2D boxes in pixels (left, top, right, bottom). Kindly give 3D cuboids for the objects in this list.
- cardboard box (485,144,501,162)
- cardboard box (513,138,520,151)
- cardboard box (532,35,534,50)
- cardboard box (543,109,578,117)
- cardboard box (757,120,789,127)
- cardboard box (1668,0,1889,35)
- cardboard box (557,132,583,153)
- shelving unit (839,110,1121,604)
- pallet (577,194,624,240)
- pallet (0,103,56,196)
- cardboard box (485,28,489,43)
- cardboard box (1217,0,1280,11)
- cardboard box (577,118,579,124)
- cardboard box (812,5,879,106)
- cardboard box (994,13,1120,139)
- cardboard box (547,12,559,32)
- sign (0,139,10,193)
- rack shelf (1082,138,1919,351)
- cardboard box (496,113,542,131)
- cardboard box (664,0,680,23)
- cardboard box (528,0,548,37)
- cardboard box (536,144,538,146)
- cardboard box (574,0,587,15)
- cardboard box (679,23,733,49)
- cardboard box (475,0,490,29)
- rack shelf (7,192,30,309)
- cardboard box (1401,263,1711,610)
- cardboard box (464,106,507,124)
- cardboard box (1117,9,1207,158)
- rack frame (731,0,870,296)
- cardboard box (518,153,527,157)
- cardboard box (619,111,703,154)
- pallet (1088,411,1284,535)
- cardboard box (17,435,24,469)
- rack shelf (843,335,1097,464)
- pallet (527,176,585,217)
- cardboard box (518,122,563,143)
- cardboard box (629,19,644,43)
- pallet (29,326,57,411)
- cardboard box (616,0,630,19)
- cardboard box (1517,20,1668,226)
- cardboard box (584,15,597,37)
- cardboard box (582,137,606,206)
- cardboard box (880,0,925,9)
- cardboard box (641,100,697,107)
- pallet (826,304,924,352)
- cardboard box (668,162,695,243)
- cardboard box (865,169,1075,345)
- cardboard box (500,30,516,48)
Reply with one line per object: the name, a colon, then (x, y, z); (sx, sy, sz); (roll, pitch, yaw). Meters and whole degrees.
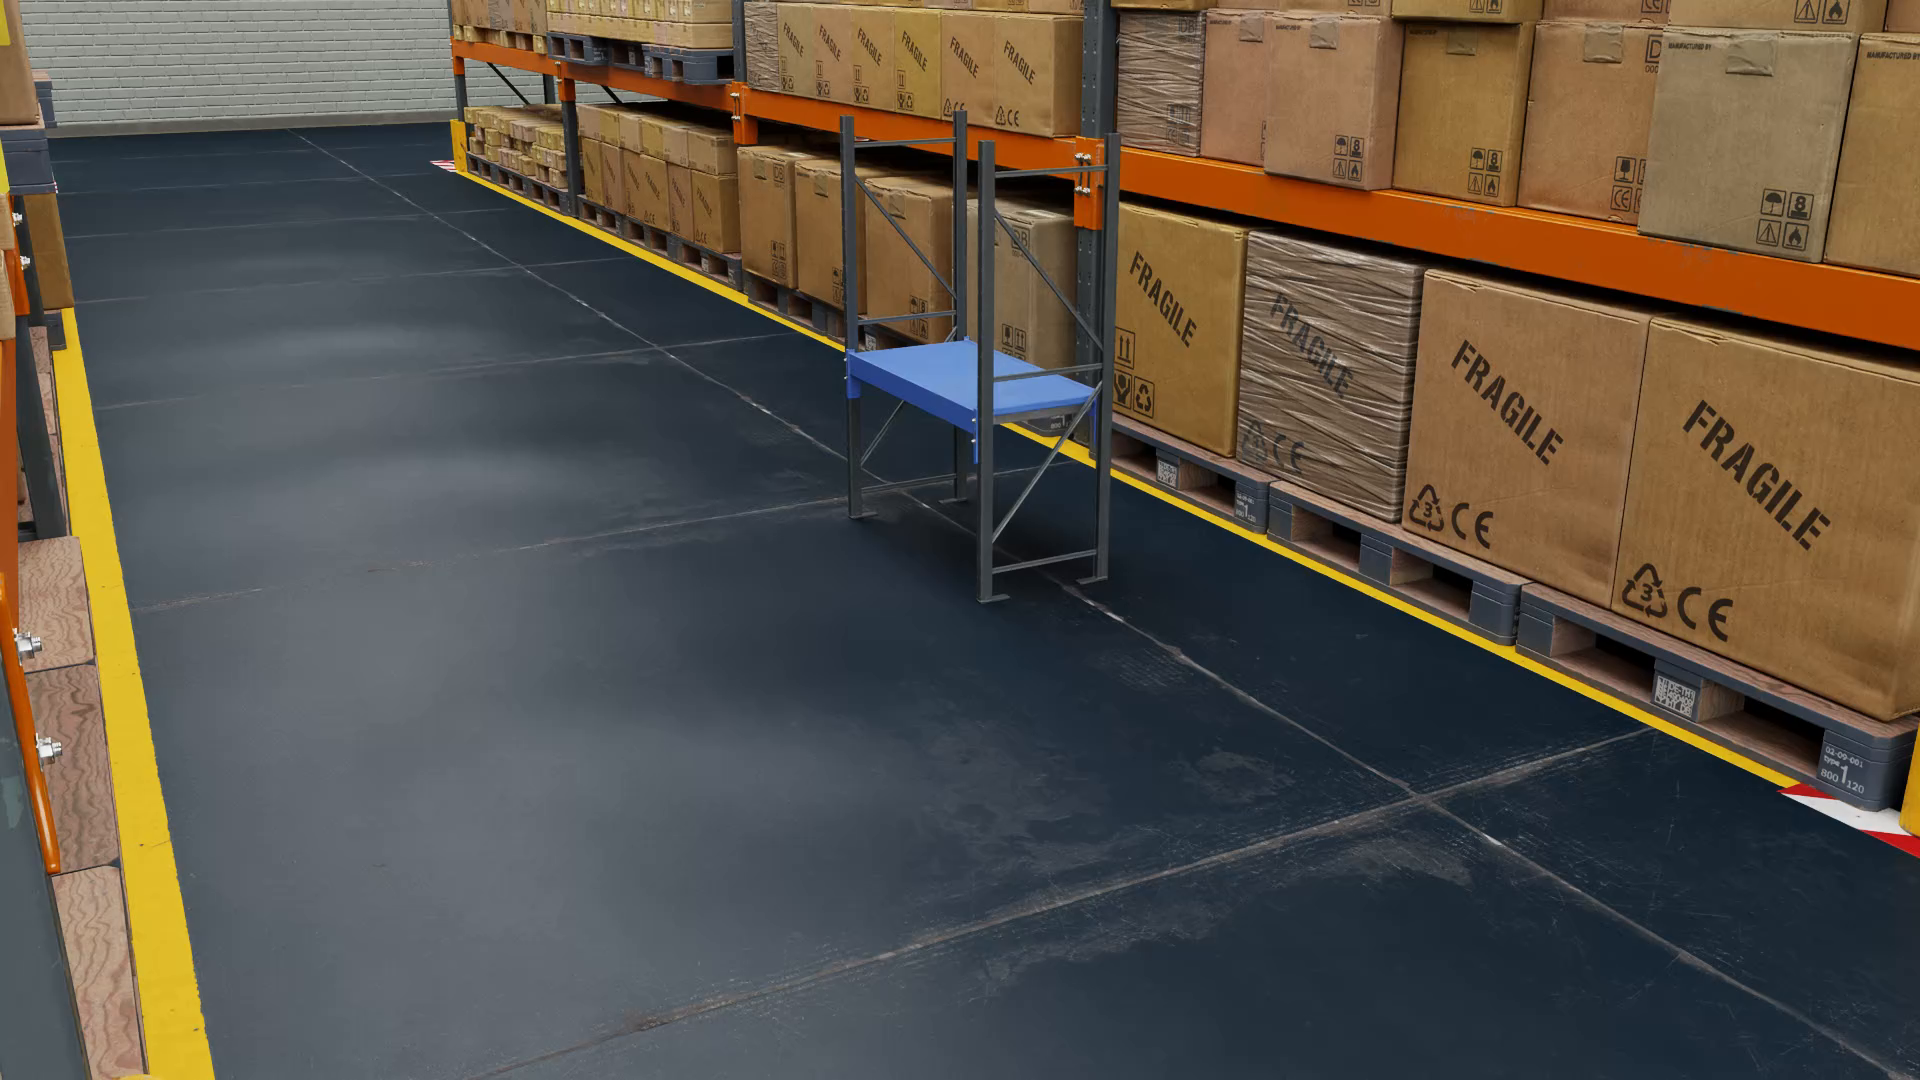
cardboard box: (-4.414, -3.786, 16.232); (0.380, 0.149, 0.250); (-10, 21, -26)
cardboard box: (-4.028, -3.793, 15.794); (0.380, 0.149, 0.250); (-9, 21, -24)
cardboard box: (-3.461, -4.280, 14.322); (0.380, 0.149, 0.250); (-9, 21, -25)
cardboard box: (-3.882, -4.158, 16.398); (0.380, 0.149, 0.250); (-11, 22, -29)
cardboard box: (-1.283, -2.814, 11.728); (0.500, 0.250, 0.500); (-10, 22, -27)
cardboard box: (2.387, -1.603, 4.293); (0.875, 0.550, 0.550); (-10, 21, -27)
cardboard box: (-3.225, -3.404, 14.213); (0.380, 0.149, 0.250); (-9, 21, -25)
shelving unit: (0.041, -0.684, 5.816); (0.538, 1.500, 1.048); (-10, 21, -27)
pallet: (-2.456, -2.669, 13.542); (1.003, 0.211, 1.213); (-10, 21, -27)
pallet: (-3.676, -1.326, 5.669); (1.003, 0.211, 1.213); (-10, 21, -27)
cardboard box: (-4.380, -4.891, 16.091); (0.380, 0.149, 0.250); (-9, 21, -24)
cardboard box: (1.480, -2.244, 6.150); (0.875, 0.550, 0.550); (-10, 21, -27)
cardboard box: (-3.446, -3.849, 15.502); (0.380, 0.149, 0.250); (-11, 22, -29)
cardboard box: (-0.469, -2.648, 9.054); (0.500, 0.500, 0.500); (-10, 21, -27)
cardboard box: (0.489, -2.069, 7.377); (0.500, 0.500, 0.500); (-10, 21, -27)
cardboard box: (-3.045, -4.106, 13.173); (0.380, 0.149, 0.250); (-11, 22, -29)
sign: (-1.065, -0.520, 1.711); (0.100, 0.325, 0.005); (-10, 21, -27)
rack shelf: (1.921, -1.000, 5.532); (1.077, 0.370, 4.000); (-10, 21, -27)
cardboard box: (-4.219, -3.995, 15.926); (0.380, 0.149, 0.250); (-9, 21, -25)
cardboard box: (-1.691, -3.430, 10.758); (0.380, 0.149, 0.250); (-9, 21, -25)
cardboard box: (-3.306, -4.493, 13.945); (0.500, 0.500, 0.500); (-10, 21, -27)
cardboard box: (-3.572, -3.480, 14.889); (0.380, 0.149, 0.250); (-10, 21, -26)
cardboard box: (-2.673, -4.024, 12.479); (0.380, 0.149, 0.250); (-11, 22, -29)
cardboard box: (-1.567, -3.212, 10.583); (0.380, 0.149, 0.250); (-10, 21, -26)
cardboard box: (-4.259, -5.082, 15.653); (0.500, 0.500, 0.500); (-10, 21, -26)
rack shelf: (-4.391, -1.409, 6.718); (1.077, 0.370, 4.000); (-10, 21, -27)
cardboard box: (2.071, -0.396, 5.295); (0.875, 0.875, 0.875); (-10, 22, -28)
cardboard box: (-4.777, -4.288, 16.773); (0.380, 0.149, 0.250); (-11, 22, -29)
cardboard box: (1.157, -1.881, 6.753); (0.875, 0.550, 0.550); (-10, 21, -27)
rack frame: (-0.928, -3.062, 10.407); (1.000, 3.000, 0.127); (-10, 21, -27)
cardboard box: (-3.870, -3.503, 15.412); (0.380, 0.149, 0.250); (-10, 21, -26)
cardboard box: (-2.216, -3.029, 12.350); (0.500, 0.250, 0.500); (-9, 21, -25)
pallet: (1.264, -0.365, 6.866); (1.003, 0.211, 1.213); (-10, 21, -27)
cardboard box: (-3.924, -0.520, 6.198); (0.700, 0.500, 0.500); (-10, 21, -27)
rack shelf: (0.041, -0.514, 5.874); (0.538, 0.185, 1.000); (-10, 21, -27)
pallet: (-3.177, -3.079, 14.732); (1.003, 0.211, 1.213); (-10, 21, -27)
cardboard box: (-3.770, -3.692, 15.046); (0.380, 0.149, 0.250); (-11, 22, -29)
cardboard box: (-2.050, -3.507, 11.436); (0.380, 0.149, 0.250); (-11, 22, -29)
pallet: (-4.971, -0.780, 8.068); (1.003, 0.211, 1.213); (-10, 21, -27)
cardboard box: (-2.178, -3.724, 11.609); (0.380, 0.149, 0.250); (-9, 21, -25)
cardboard box: (2.219, -1.271, 4.985); (0.875, 0.550, 0.550); (-10, 21, -27)
cardboard box: (-2.553, -3.809, 12.314); (0.380, 0.149, 0.250); (-11, 22, -29)
cardboard box: (-2.710, -2.974, 13.340); (0.500, 0.500, 0.500); (-9, 21, -25)
cardboard box: (0.006, -3.013, 8.578); (0.700, 0.500, 0.500); (-10, 22, -27)
cardboard box: (-2.251, -3.407, 13.445); (0.500, 0.250, 0.500); (-11, 22, -28)
pallet: (-0.044, -1.156, 9.158); (1.003, 0.211, 1.213); (-10, 21, -27)
cardboard box: (-1.714, -2.377, 11.610); (0.500, 0.500, 0.500); (-9, 21, -24)
cardboard box: (0.143, -1.491, 8.658); (1.050, 0.750, 0.750); (-10, 21, -27)
cardboard box: (-3.975, -4.575, 15.176); (0.380, 0.149, 0.250); (-10, 21, -26)
